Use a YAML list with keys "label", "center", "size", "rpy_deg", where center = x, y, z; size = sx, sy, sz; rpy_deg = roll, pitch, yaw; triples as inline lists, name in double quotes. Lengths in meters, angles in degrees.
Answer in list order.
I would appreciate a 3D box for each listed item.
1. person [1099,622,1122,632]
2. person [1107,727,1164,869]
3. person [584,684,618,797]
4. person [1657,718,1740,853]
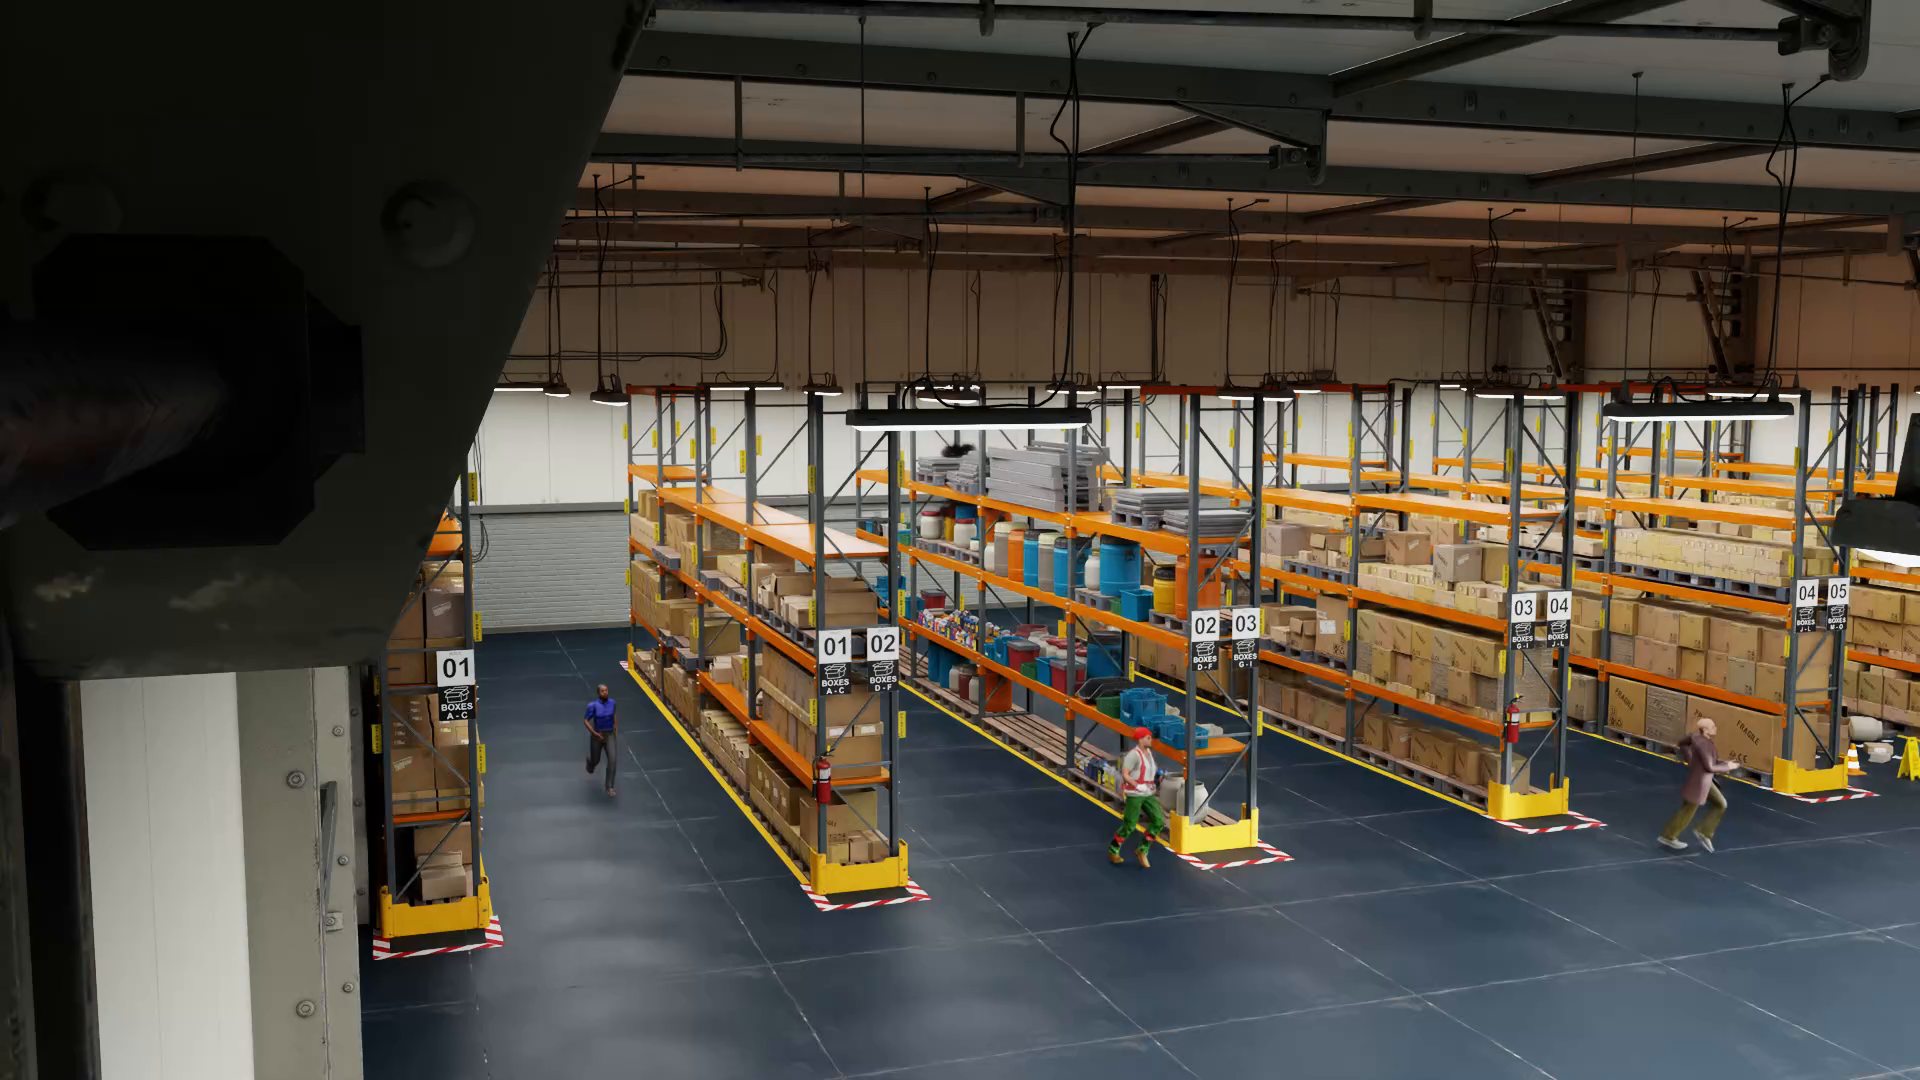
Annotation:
- label: "person"
  center: [3.046, 2.045, 32.872]
  size: [0.674, 1.781, 1.042]
  rpy_deg: [-3, 6, -24]
- label: "person"
  center: [2.308, 3.274, 21.257]
  size: [0.678, 1.774, 0.719]
  rpy_deg: [5, 8, 43]
- label: "person"
  center: [-5.376, 2.977, 24.985]
  size: [0.555, 1.630, 0.975]
  rpy_deg: [-3, 7, -27]
- label: "person"
  center: [9.672, 3.207, 21.773]
  size: [0.956, 1.805, 0.733]
  rpy_deg: [2, 6, 22]
